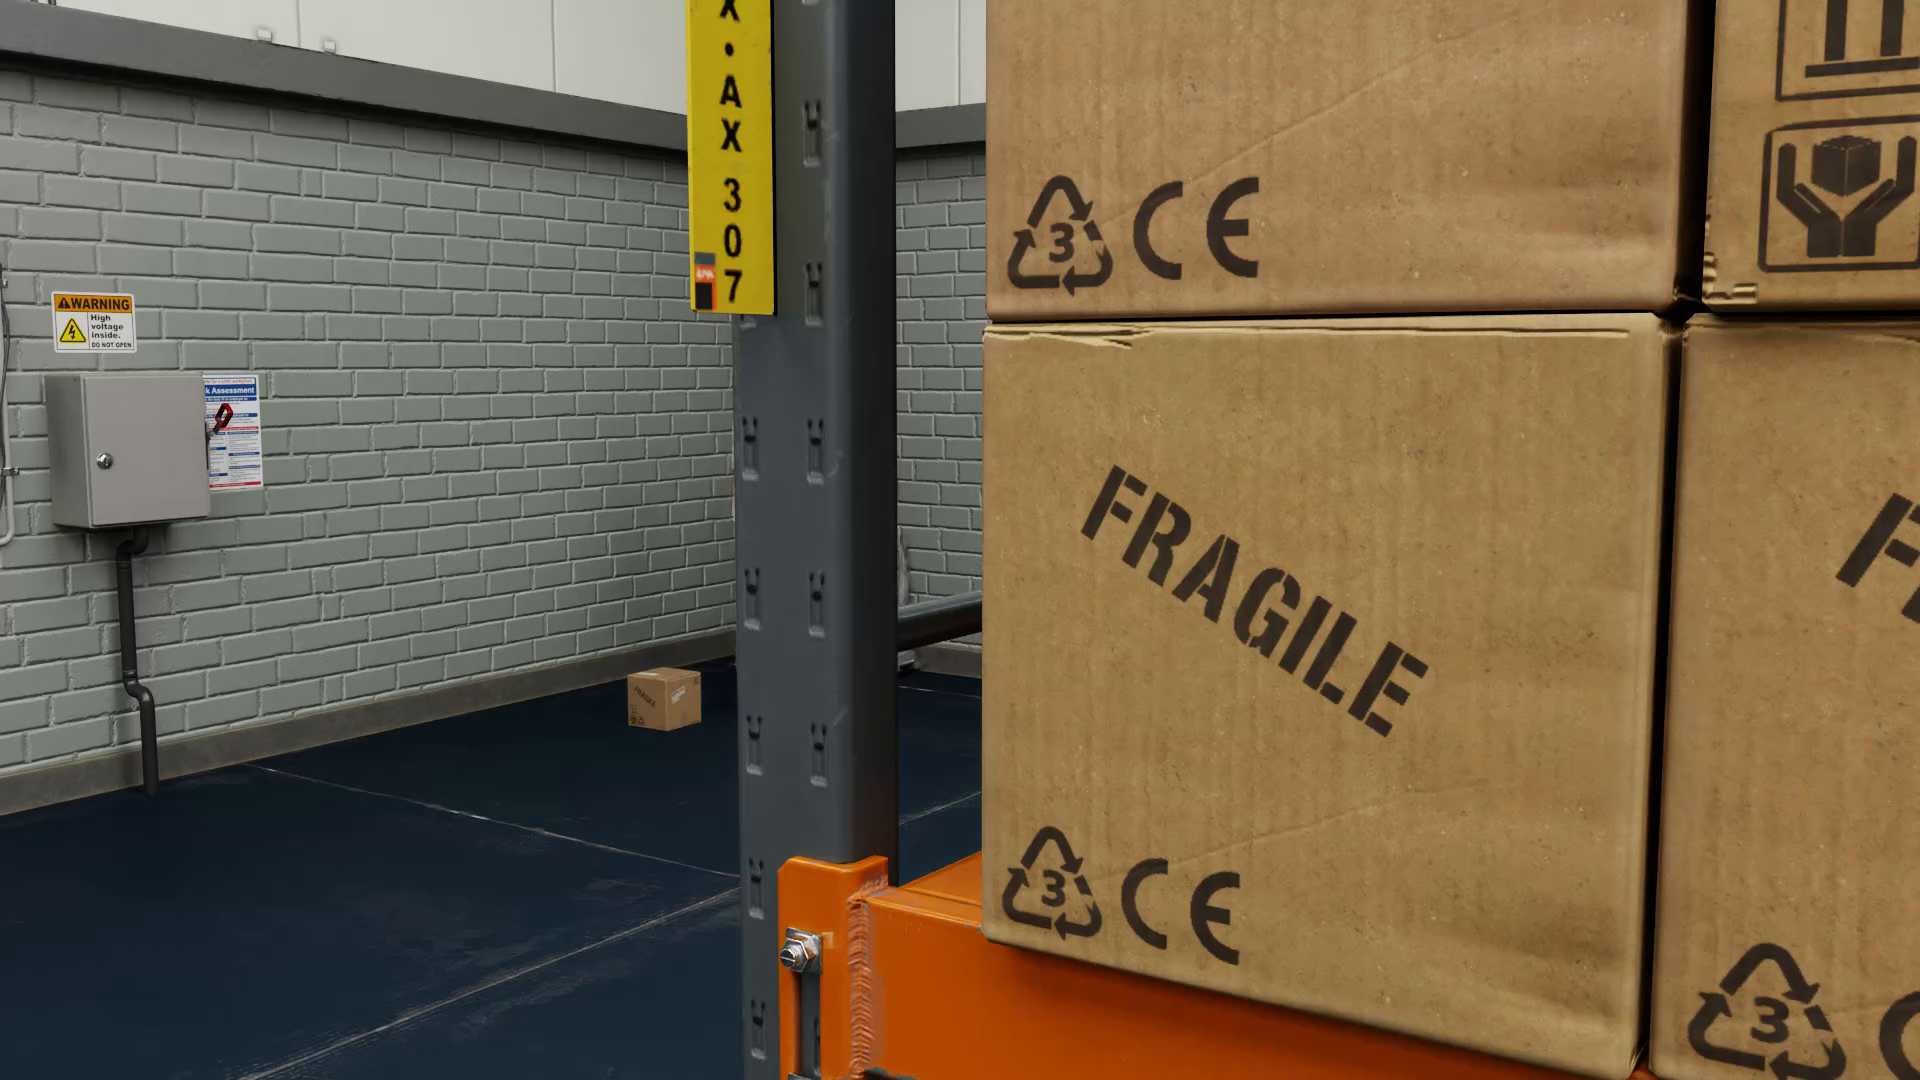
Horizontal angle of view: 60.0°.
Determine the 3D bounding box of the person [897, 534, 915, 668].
[{"bbox_3d":[-0.559,-0.134,9.287,0.533,1.730,0.890,5,8,36],"label":"person"}]
